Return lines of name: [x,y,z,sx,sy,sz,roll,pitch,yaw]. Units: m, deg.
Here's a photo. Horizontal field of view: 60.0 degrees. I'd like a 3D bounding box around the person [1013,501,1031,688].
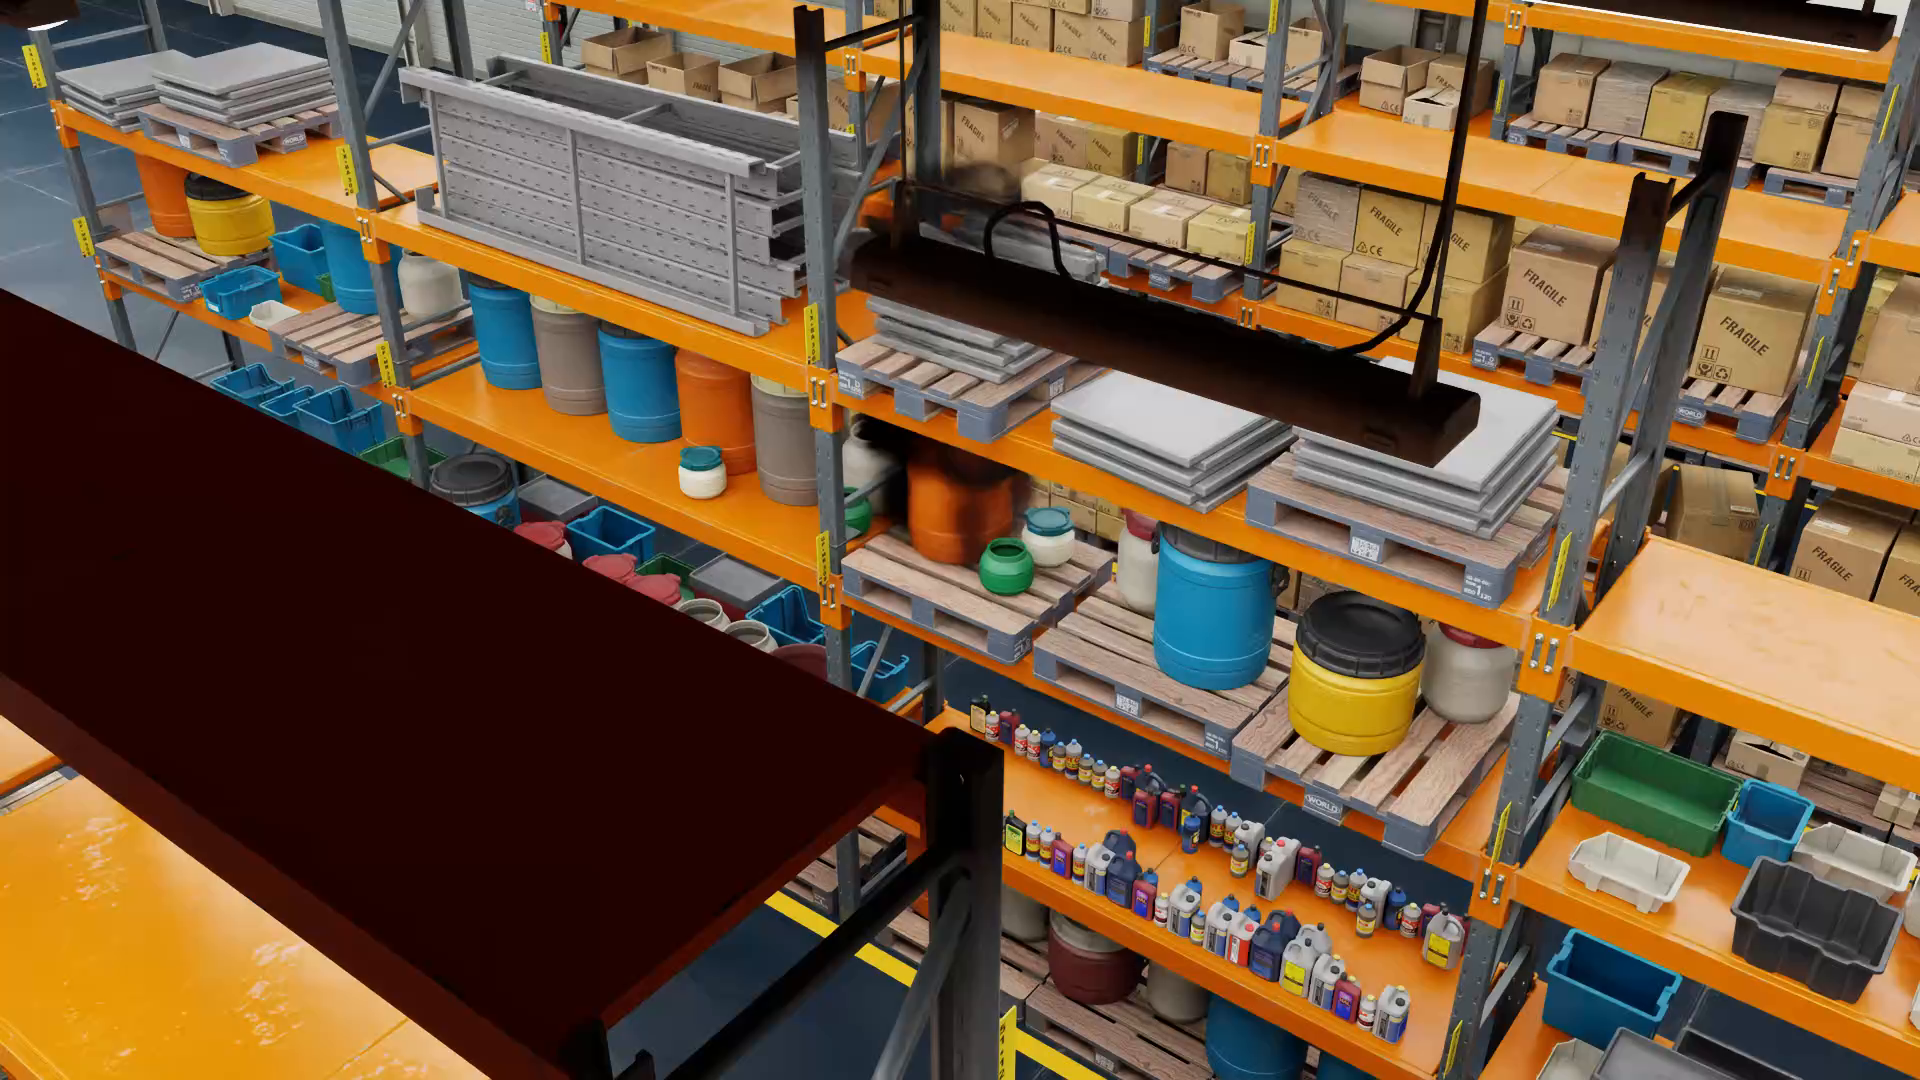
person: [0.444,0.413,13.051,0.693,1.644,0.618,15,34,22]
